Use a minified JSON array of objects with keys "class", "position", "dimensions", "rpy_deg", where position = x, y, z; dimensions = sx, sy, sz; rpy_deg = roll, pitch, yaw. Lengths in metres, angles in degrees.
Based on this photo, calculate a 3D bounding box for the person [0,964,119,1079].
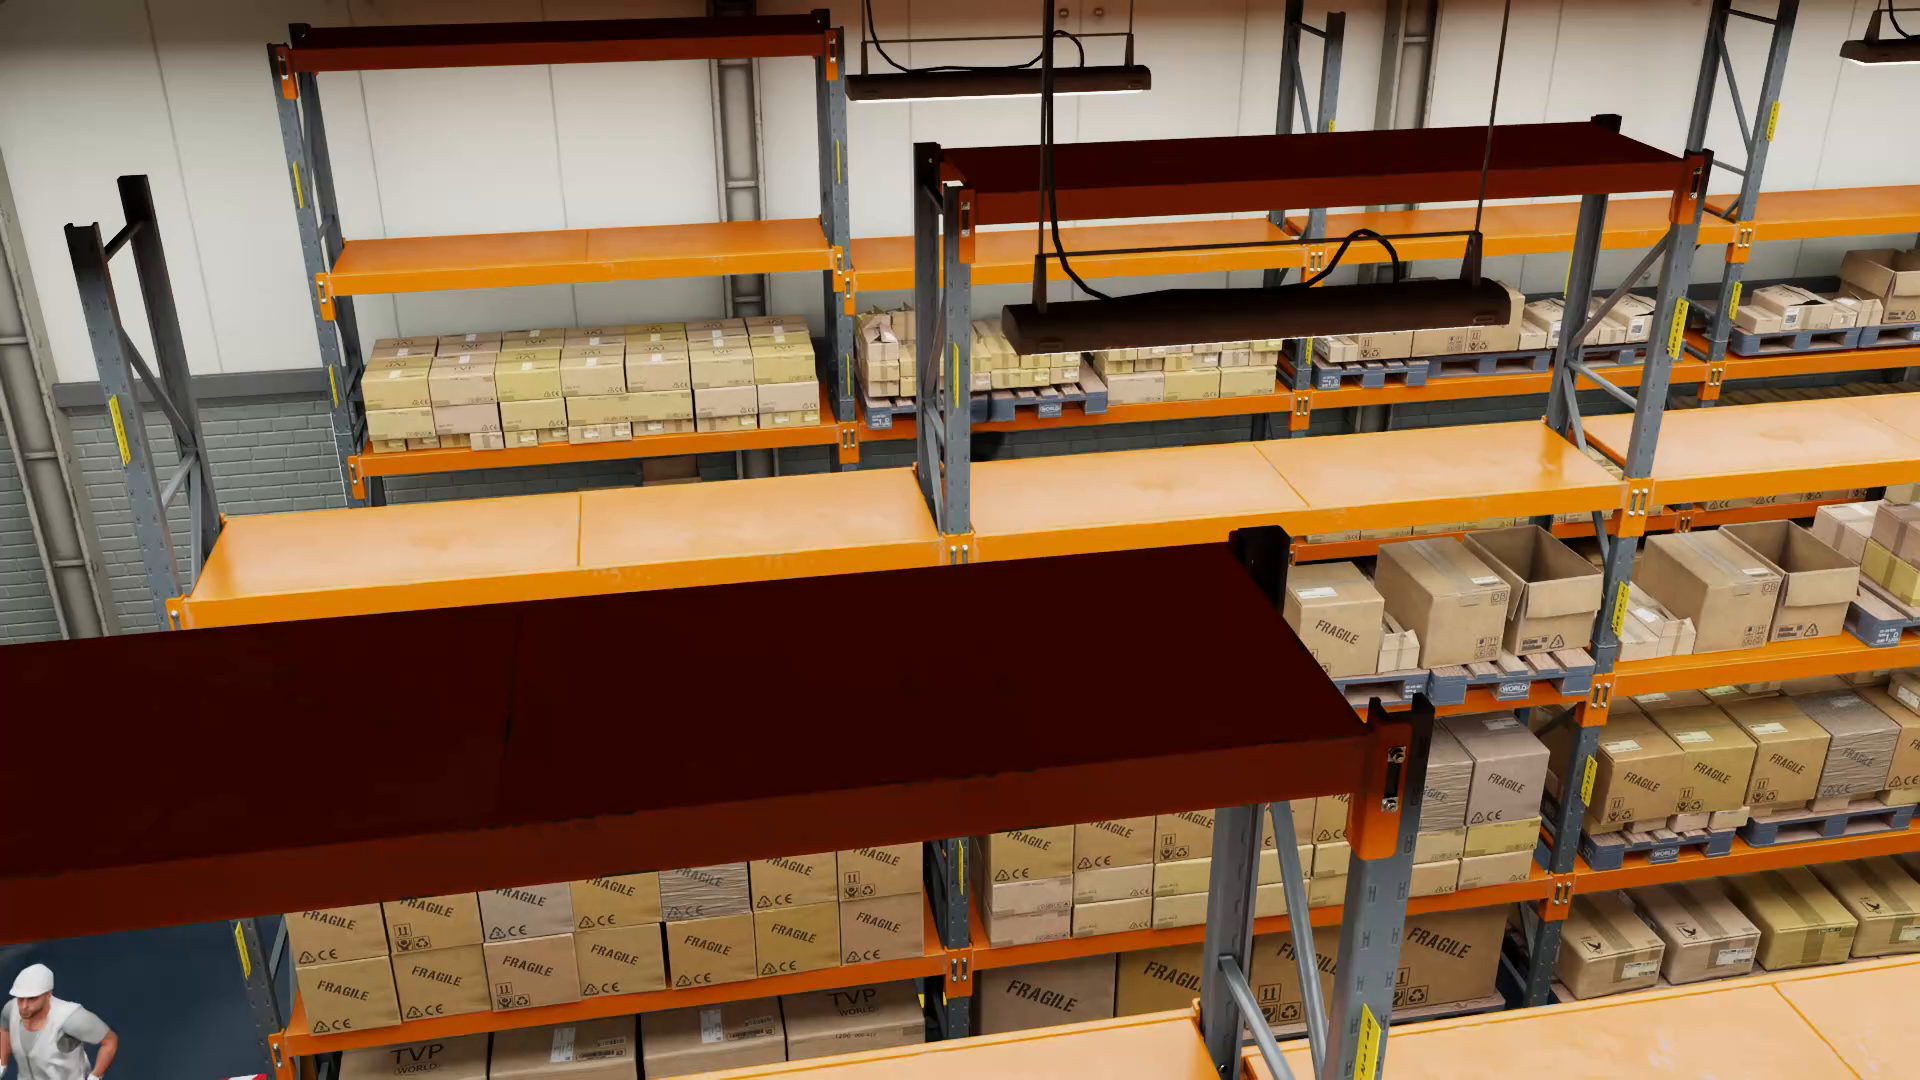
[{"class":"person","position":[-5.306,3.204,9.682],"dimensions":[0.719,1.721,0.521],"rpy_deg":[8,27,17]}]
